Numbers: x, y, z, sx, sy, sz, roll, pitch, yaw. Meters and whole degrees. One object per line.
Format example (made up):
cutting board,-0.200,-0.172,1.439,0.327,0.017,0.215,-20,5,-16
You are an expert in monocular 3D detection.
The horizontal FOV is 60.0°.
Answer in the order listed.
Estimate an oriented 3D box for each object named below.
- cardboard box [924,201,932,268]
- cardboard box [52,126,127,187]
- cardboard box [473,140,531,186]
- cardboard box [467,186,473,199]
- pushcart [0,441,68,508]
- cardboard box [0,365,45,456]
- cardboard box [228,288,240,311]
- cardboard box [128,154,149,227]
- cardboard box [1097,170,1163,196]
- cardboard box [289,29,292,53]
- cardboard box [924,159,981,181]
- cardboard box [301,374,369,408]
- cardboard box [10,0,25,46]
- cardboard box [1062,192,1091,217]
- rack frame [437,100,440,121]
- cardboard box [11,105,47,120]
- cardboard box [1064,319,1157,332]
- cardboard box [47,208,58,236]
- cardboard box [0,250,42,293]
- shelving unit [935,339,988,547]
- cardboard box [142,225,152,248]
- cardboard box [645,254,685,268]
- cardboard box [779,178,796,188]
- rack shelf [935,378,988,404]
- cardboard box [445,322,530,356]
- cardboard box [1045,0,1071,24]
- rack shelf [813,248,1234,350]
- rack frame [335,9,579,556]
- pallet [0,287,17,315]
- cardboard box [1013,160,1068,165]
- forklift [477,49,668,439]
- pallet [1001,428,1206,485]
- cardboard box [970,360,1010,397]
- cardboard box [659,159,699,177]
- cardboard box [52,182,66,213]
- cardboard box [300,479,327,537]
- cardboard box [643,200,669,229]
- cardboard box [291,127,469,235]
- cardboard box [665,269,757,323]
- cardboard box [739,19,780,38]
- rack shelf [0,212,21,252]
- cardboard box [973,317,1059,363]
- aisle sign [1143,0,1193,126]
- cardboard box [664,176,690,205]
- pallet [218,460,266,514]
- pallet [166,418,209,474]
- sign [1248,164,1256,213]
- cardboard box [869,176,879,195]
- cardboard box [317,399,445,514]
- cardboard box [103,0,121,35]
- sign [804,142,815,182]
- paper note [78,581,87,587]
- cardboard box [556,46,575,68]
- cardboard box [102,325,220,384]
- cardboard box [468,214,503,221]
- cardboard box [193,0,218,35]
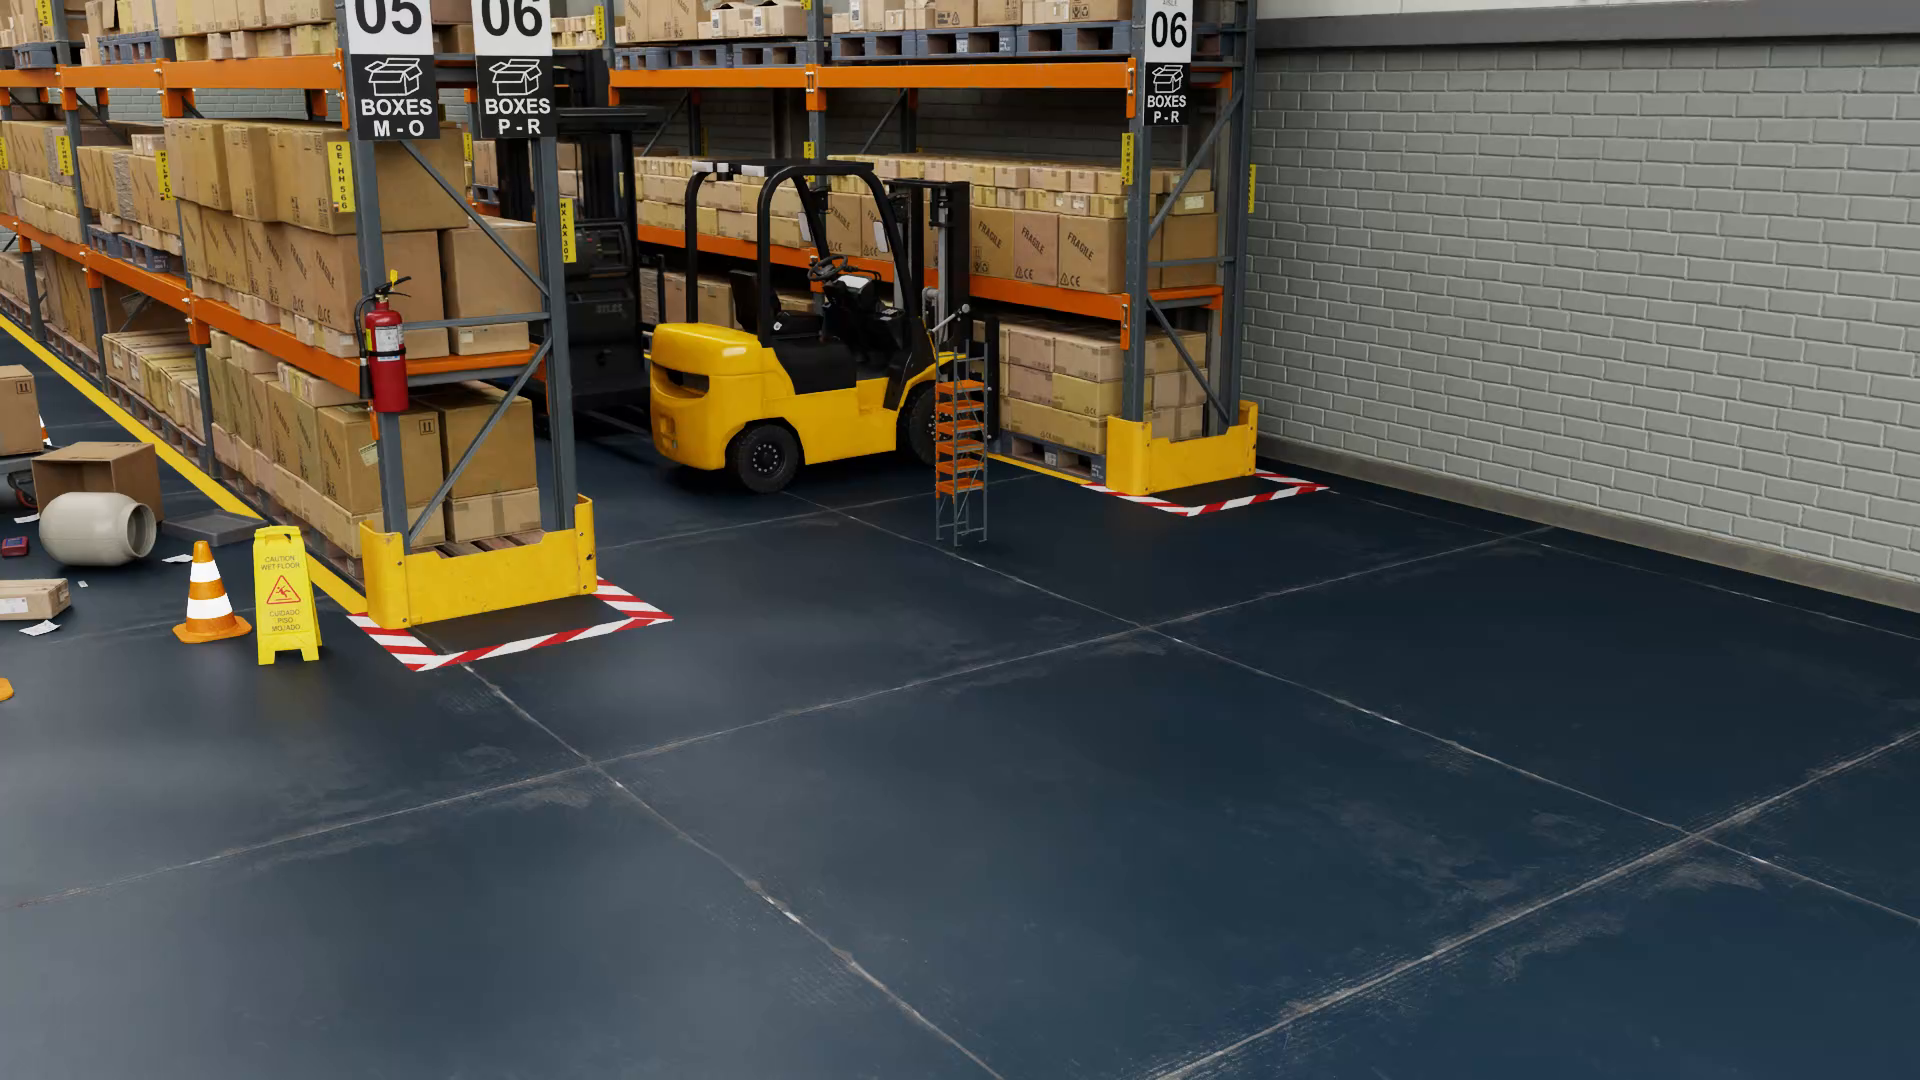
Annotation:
cardboard box,-0.152,-2.419,13.043,0.500,0.500,0.500,-11,19,-35
cardboard box,-7.700,-3.406,14.755,0.500,0.500,0.500,-11,19,-36
cardboard box,-5.420,-4.544,20.011,0.700,0.500,0.500,-10,18,-33
cardboard box,-5.916,-4.339,20.722,0.380,0.149,0.250,-11,19,-34
pushcart,-6.648,-0.322,10.538,0.936,0.377,1.648,10,18,33
cardboard box,-6.255,-0.828,10.721,0.500,0.500,0.500,-11,19,-35
cardboard box,-4.419,-1.557,10.559,0.380,0.149,0.250,-10,18,-33
cardboard box,-5.881,-2.626,12.439,0.500,0.500,0.500,-10,18,-33
cardboard box,1.151,-2.417,11.243,0.380,0.149,0.250,-11,19,-34
cardboard box,-3.314,-2.630,8.798,0.380,0.149,0.250,-11,19,-34
cardboard box,-0.051,-2.850,12.827,0.380,0.149,0.250,-11,19,-35
cardboard box,-3.433,-0.847,9.252,0.380,0.149,0.250,-10,18,-33
cardboard box,-8.456,-4.835,15.391,0.500,0.500,0.500,-11,19,-34
cardboard box,0.927,-2.310,11.417,0.380,0.149,0.250,-11,18,-34
rack frame,-7.876,-5.285,23.704,1.000,3.000,0.127,-11,19,-35
cardboard box,-10.042,-4.593,17.862,0.380,0.149,0.250,-10,18,-33
cardboard box,1.106,-1.465,12.267,0.500,0.250,0.500,-11,19,-34
cardboard box,-8.288,-3.018,15.704,0.500,0.250,0.500,-11,19,-35
cardboard box,-11.420,-3.355,20.711,0.875,0.438,0.875,-12,19,-36
shelving unit,0.009,-0.576,9.906,0.258,1.200,0.189,-11,19,-35
cardboard box,-5.833,-2.262,12.340,0.380,0.149,0.250,-11,19,-34
cardboard box,-3.226,-3.046,18.235,0.380,0.149,0.250,-10,18,-32
cardboard box,-1.367,-3.175,14.575,0.380,0.149,0.250,-11,19,-35
rack shelf,0.009,-0.880,9.823,0.258,0.103,0.180,-11,19,-35
cardboard box,-2.513,-1.081,8.819,0.380,0.149,0.250,-11,19,-34
cardboard box,0.799,-3.575,11.264,0.380,0.149,0.250,-12,19,-36
rack shelf,0.356,-1.949,12.877,1.077,0.370,4.000,-11,19,-35
rack frame,-2.481,-1.097,8.403,1.000,3.000,0.127,-11,19,-35
pallet,-11.355,-3.010,20.675,1.003,0.211,1.213,-11,19,-35
cardboard box,0.621,-2.813,12.689,0.380,0.149,0.250,-11,19,-34
forklift,-2.940,-2.344,13.090,1.130,2.935,3.031,-11,19,-35
pallet,1.048,-0.680,12.162,1.003,0.211,1.213,-11,19,-35
cardboard box,0.386,-1.257,12.454,0.500,0.250,0.500,-11,19,-36
cardboard box,-2.729,-3.663,16.358,0.380,0.149,0.250,-11,19,-34
cardboard box,-7.979,-3.147,15.230,0.500,0.250,0.500,-11,19,-36
cardboard box,-3.472,-0.216,9.598,0.500,0.250,0.500,-11,19,-34
cardboard box,-2.817,-3.264,16.603,0.500,0.250,0.500,-11,19,-36
cardboard box,-2.958,-1.846,8.494,0.700,0.500,0.500,-11,19,-36
cardboard box,-2.426,-2.360,16.721,0.875,0.625,0.625,-10,18,-33
cardboard box,-1.712,-4.487,14.596,0.380,0.149,0.250,-11,19,-35
rack shelf,-10.713,-3.740,19.421,1.077,0.370,4.000,-11,19,-35
cardboard box,0.399,-1.491,12.362,0.500,0.250,0.500,-11,19,-34
aisle sign,1.333,-3.063,10.660,0.394,0.787,0.004,-11,19,-35
cardboard box,-2.522,-3.391,16.122,0.500,0.250,0.500,-11,19,-36
pallet,-4.409,-0.469,11.388,1.003,0.211,1.213,-11,19,-35
pallet,-5.292,-0.773,12.499,1.003,0.211,1.213,-11,19,-35
sign,1.984,-2.409,11.407,0.100,0.325,0.005,-11,19,-35
cardboard box,-0.516,-2.869,13.457,0.380,0.149,0.250,-11,19,-35
cardboard box,-3.163,-0.466,9.089,0.500,0.500,0.500,-11,19,-34
cardboard box,-6.265,-3.981,13.061,0.797,0.503,0.637,-11,19,-35
sign,-1.253,-3.157,13.884,0.100,0.325,0.005,-11,19,-35
paper note,-4.839,0.242,9.172,0.032,0.001,0.123,-11,19,-35
cardboard box,-3.966,-5.130,17.741,0.500,0.250,0.500,-11,19,-34
cardboard box,-6.861,-1.619,14.490,0.950,0.372,0.625,-12,20,-38
cardboard box,-2.842,-1.543,9.280,0.500,0.500,0.500,-10,18,-33
cardboard box,-4.201,-3.115,9.815,0.500,0.250,0.500,-11,19,-34
